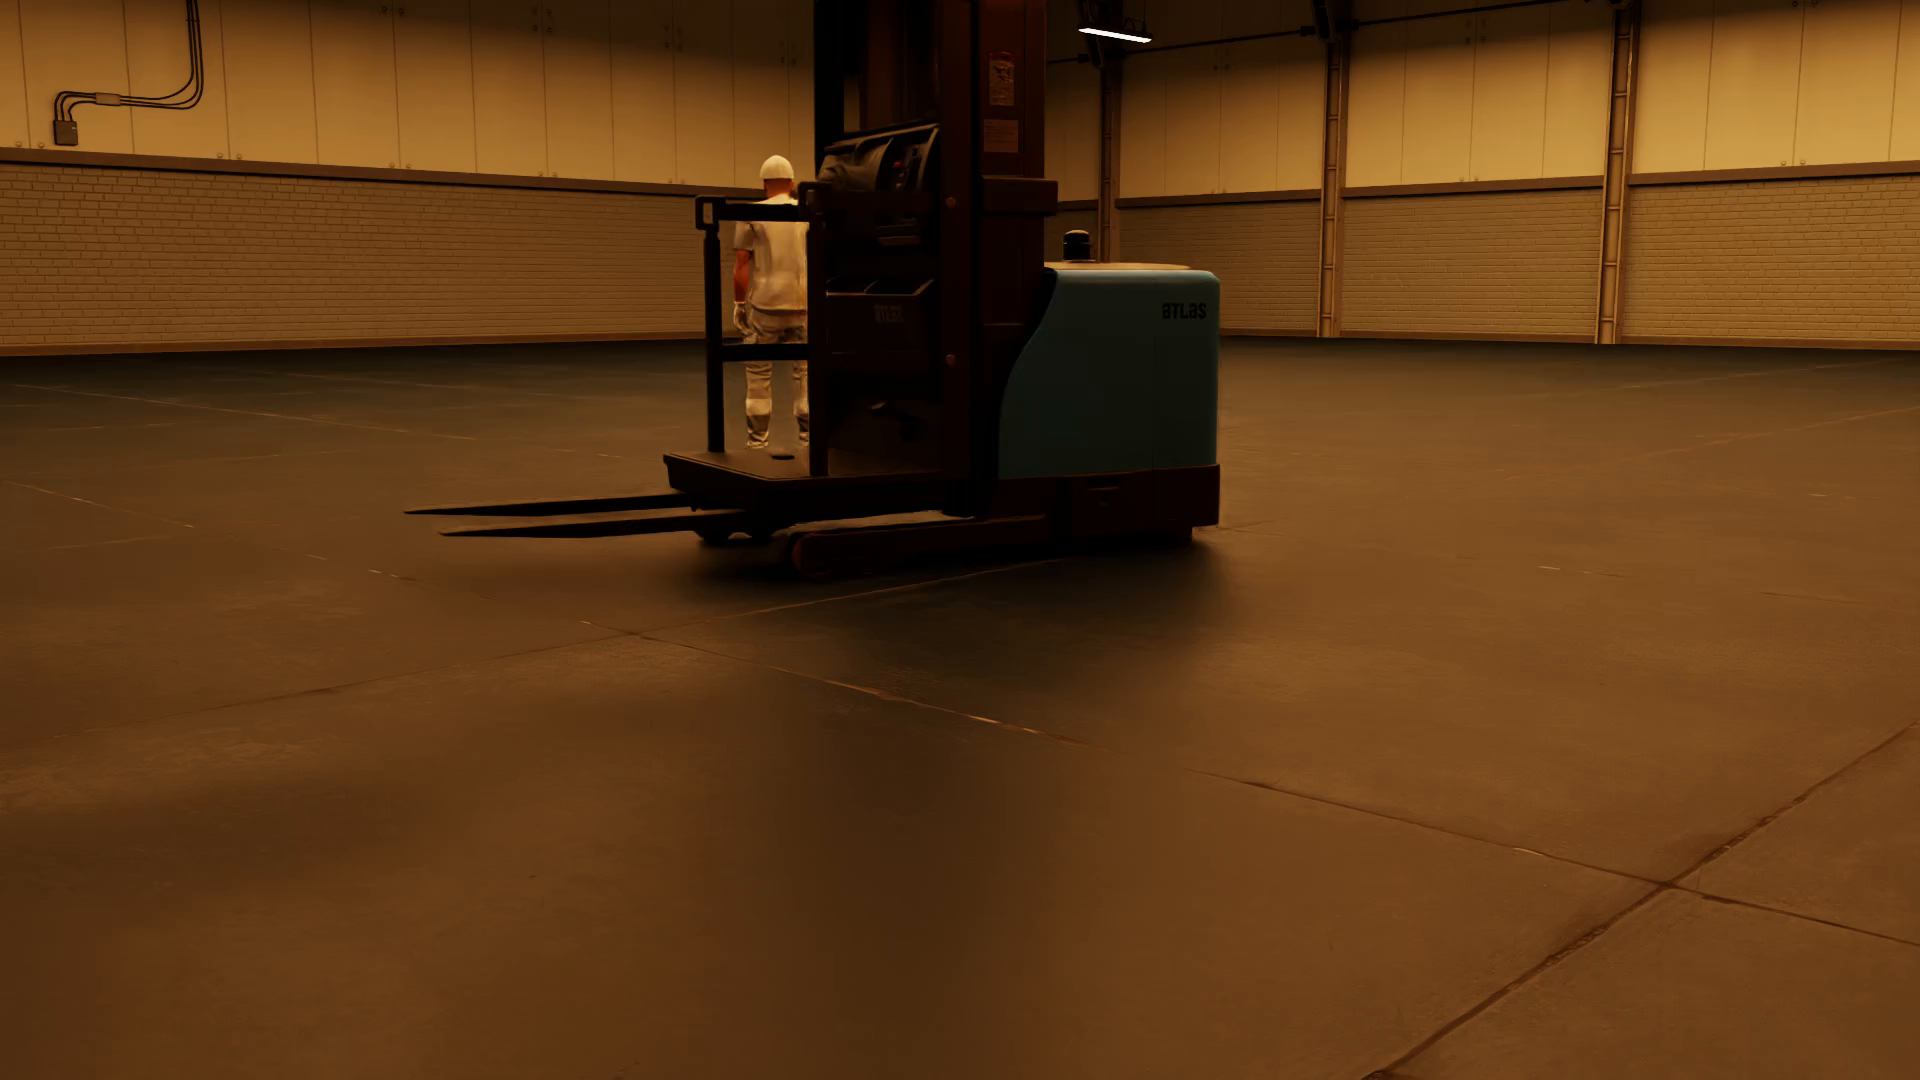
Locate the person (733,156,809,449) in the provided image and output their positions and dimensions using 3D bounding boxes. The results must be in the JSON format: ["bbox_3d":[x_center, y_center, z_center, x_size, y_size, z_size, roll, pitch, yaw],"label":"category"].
[{"bbox_3d":[-1.046,-1.358,9.824,0.612,1.789,0.458,-3,9,-16],"label":"person"}]

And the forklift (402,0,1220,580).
[{"bbox_3d":[-0.501,-1.401,6.176,3.031,2.935,1.130,-5,10,-29],"label":"forklift"}]
